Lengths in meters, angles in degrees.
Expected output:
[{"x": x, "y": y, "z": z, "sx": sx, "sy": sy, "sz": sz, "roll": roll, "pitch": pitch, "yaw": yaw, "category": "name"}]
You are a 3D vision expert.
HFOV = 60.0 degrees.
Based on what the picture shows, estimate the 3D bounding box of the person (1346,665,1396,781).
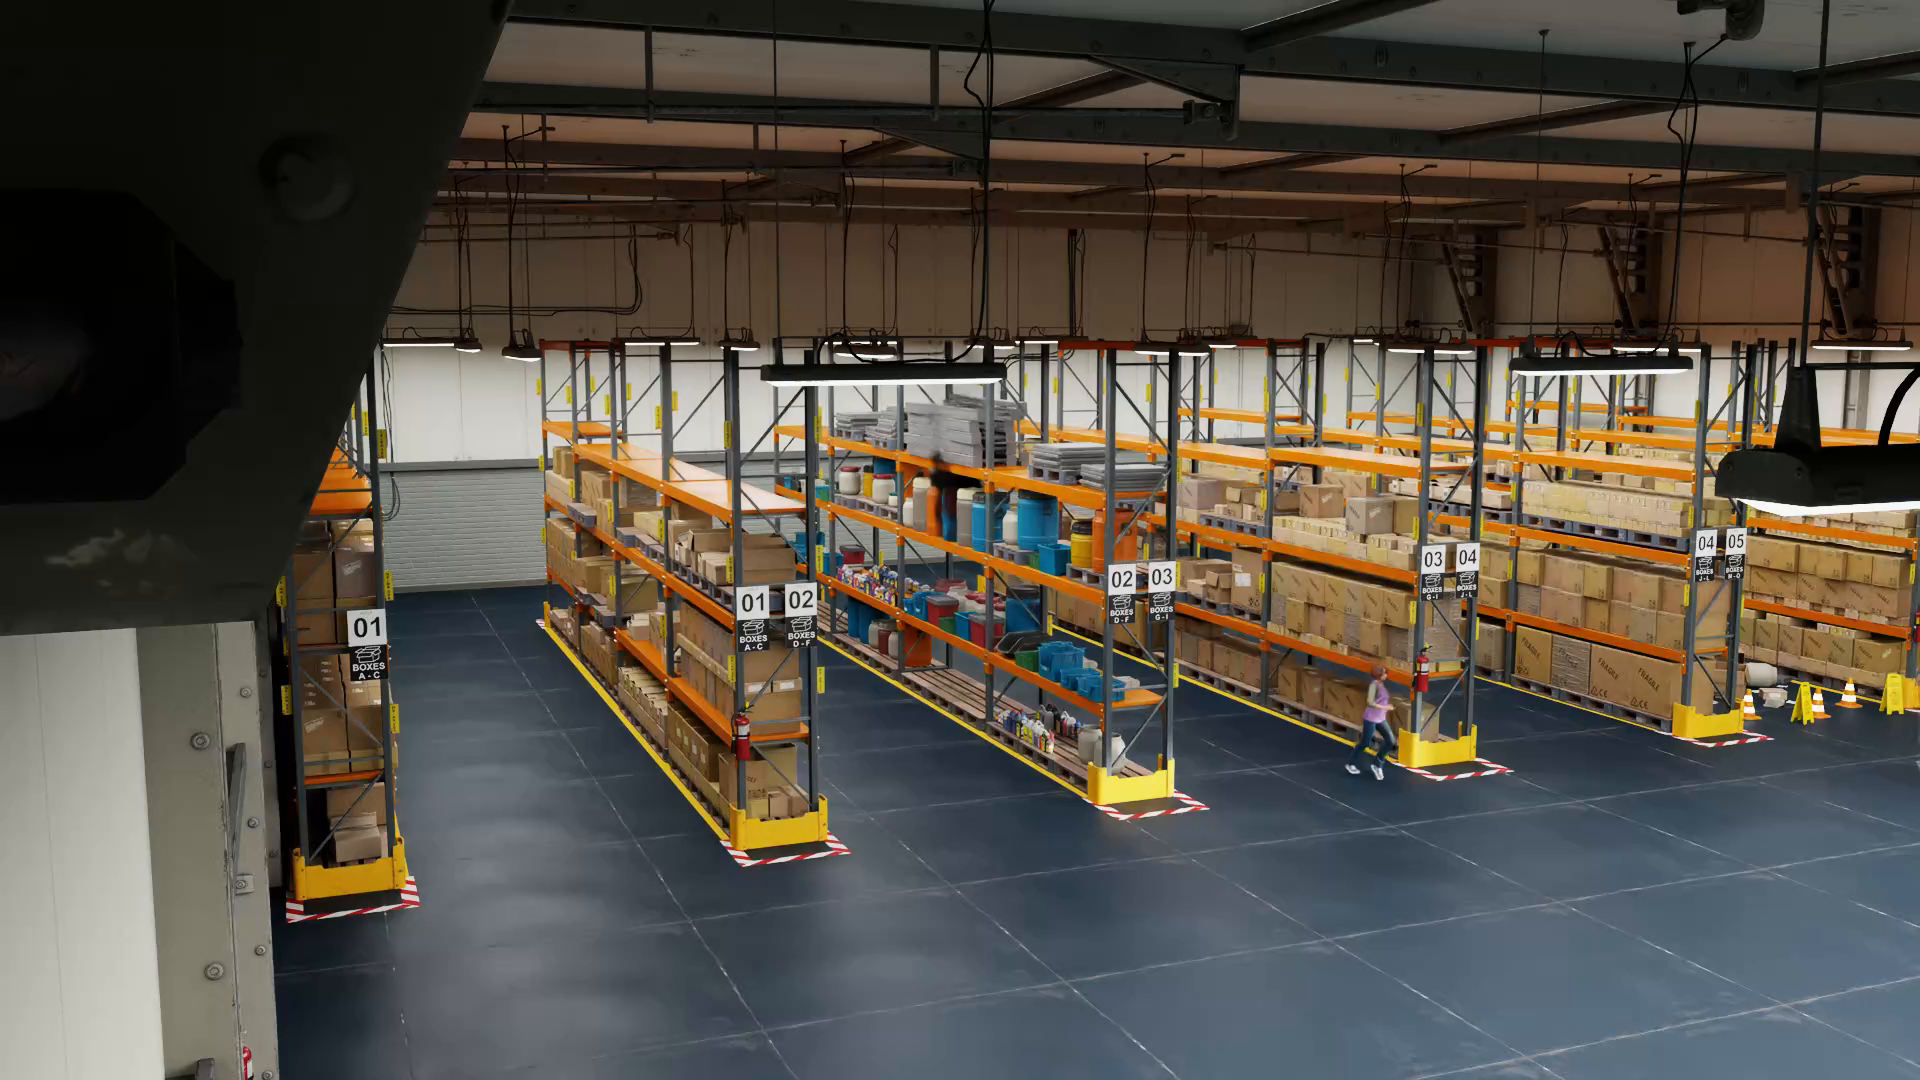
[{"x": 5.794, "y": 2.533, "z": 23.300, "sx": 0.671, "sy": 1.599, "sz": 0.598, "roll": 6, "pitch": 10, "yaw": 39, "category": "person"}]

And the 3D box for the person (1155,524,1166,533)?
[{"x": 5.002, "y": 0.112, "z": 41.448, "sx": 0.672, "sy": 1.689, "sz": 0.571, "roll": 7, "pitch": 10, "yaw": 44, "category": "person"}]
